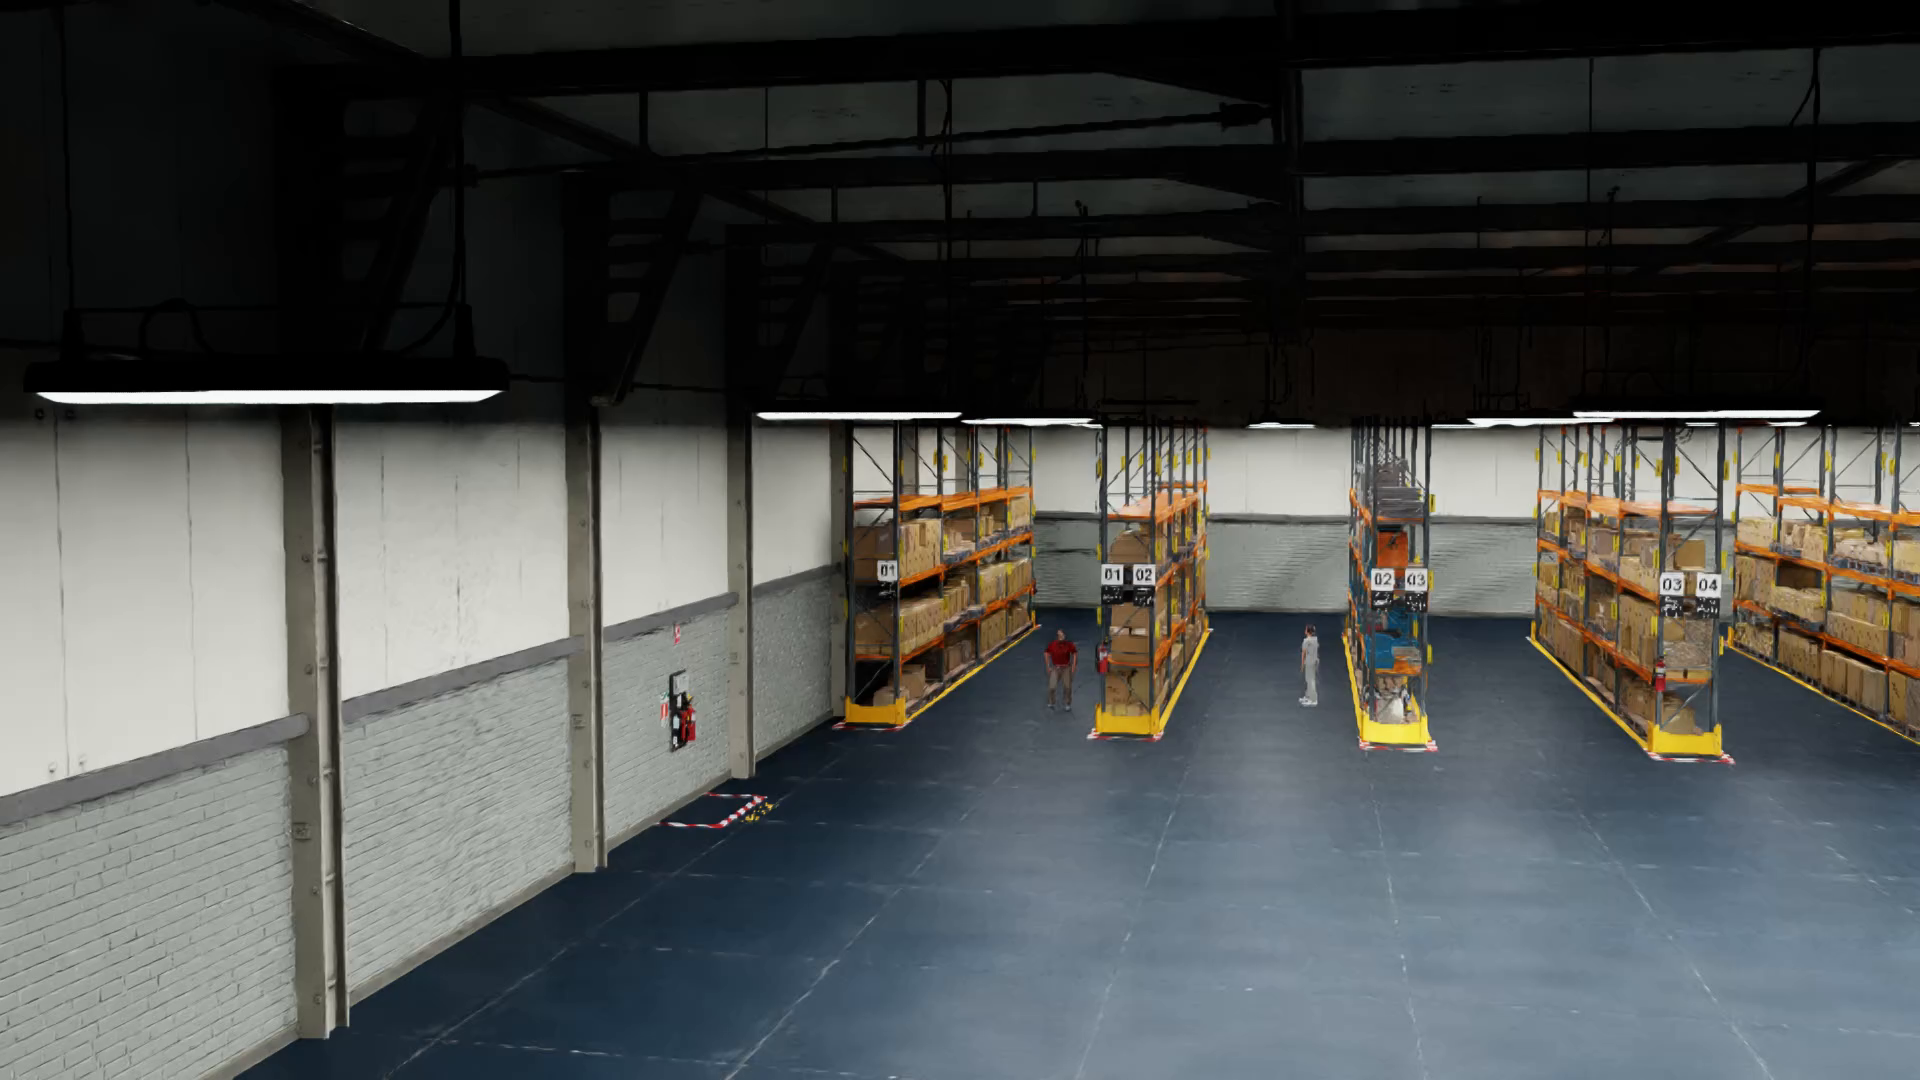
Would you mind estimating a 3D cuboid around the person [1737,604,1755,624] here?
[{"bbox_3d":[21.341,1.913,44.970,0.524,1.648,0.699,-1,4,-13],"label":"person"}]

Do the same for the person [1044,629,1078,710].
[{"bbox_3d":[2.055,2.634,33.883,0.682,1.676,0.535,1,4,10],"label":"person"}]

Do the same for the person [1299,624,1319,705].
[{"bbox_3d":[7.251,2.568,34.587,0.569,1.668,0.563,4,5,44],"label":"person"}]
